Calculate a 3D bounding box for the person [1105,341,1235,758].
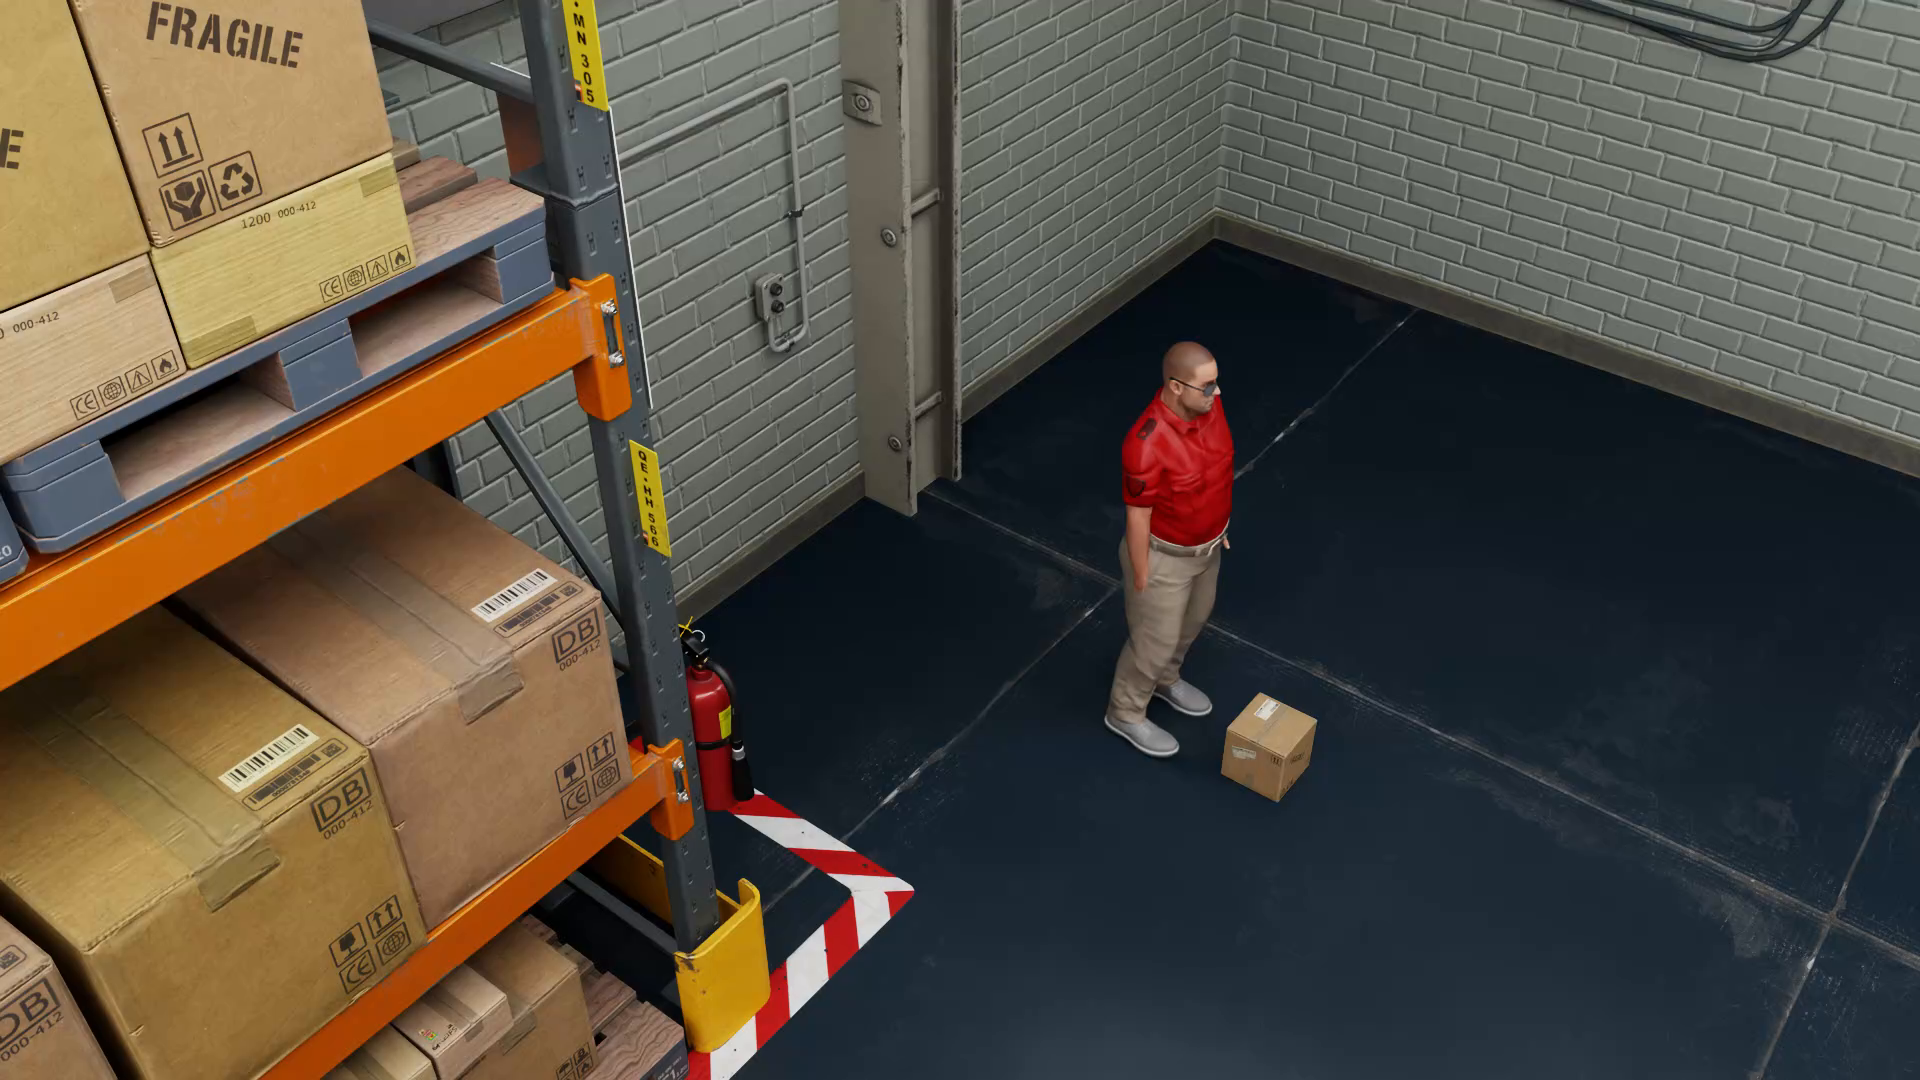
[{"bbox_3d":[0.810,0.030,6.135,0.360,1.722,0.527,27,46,29],"label":"person"}]
